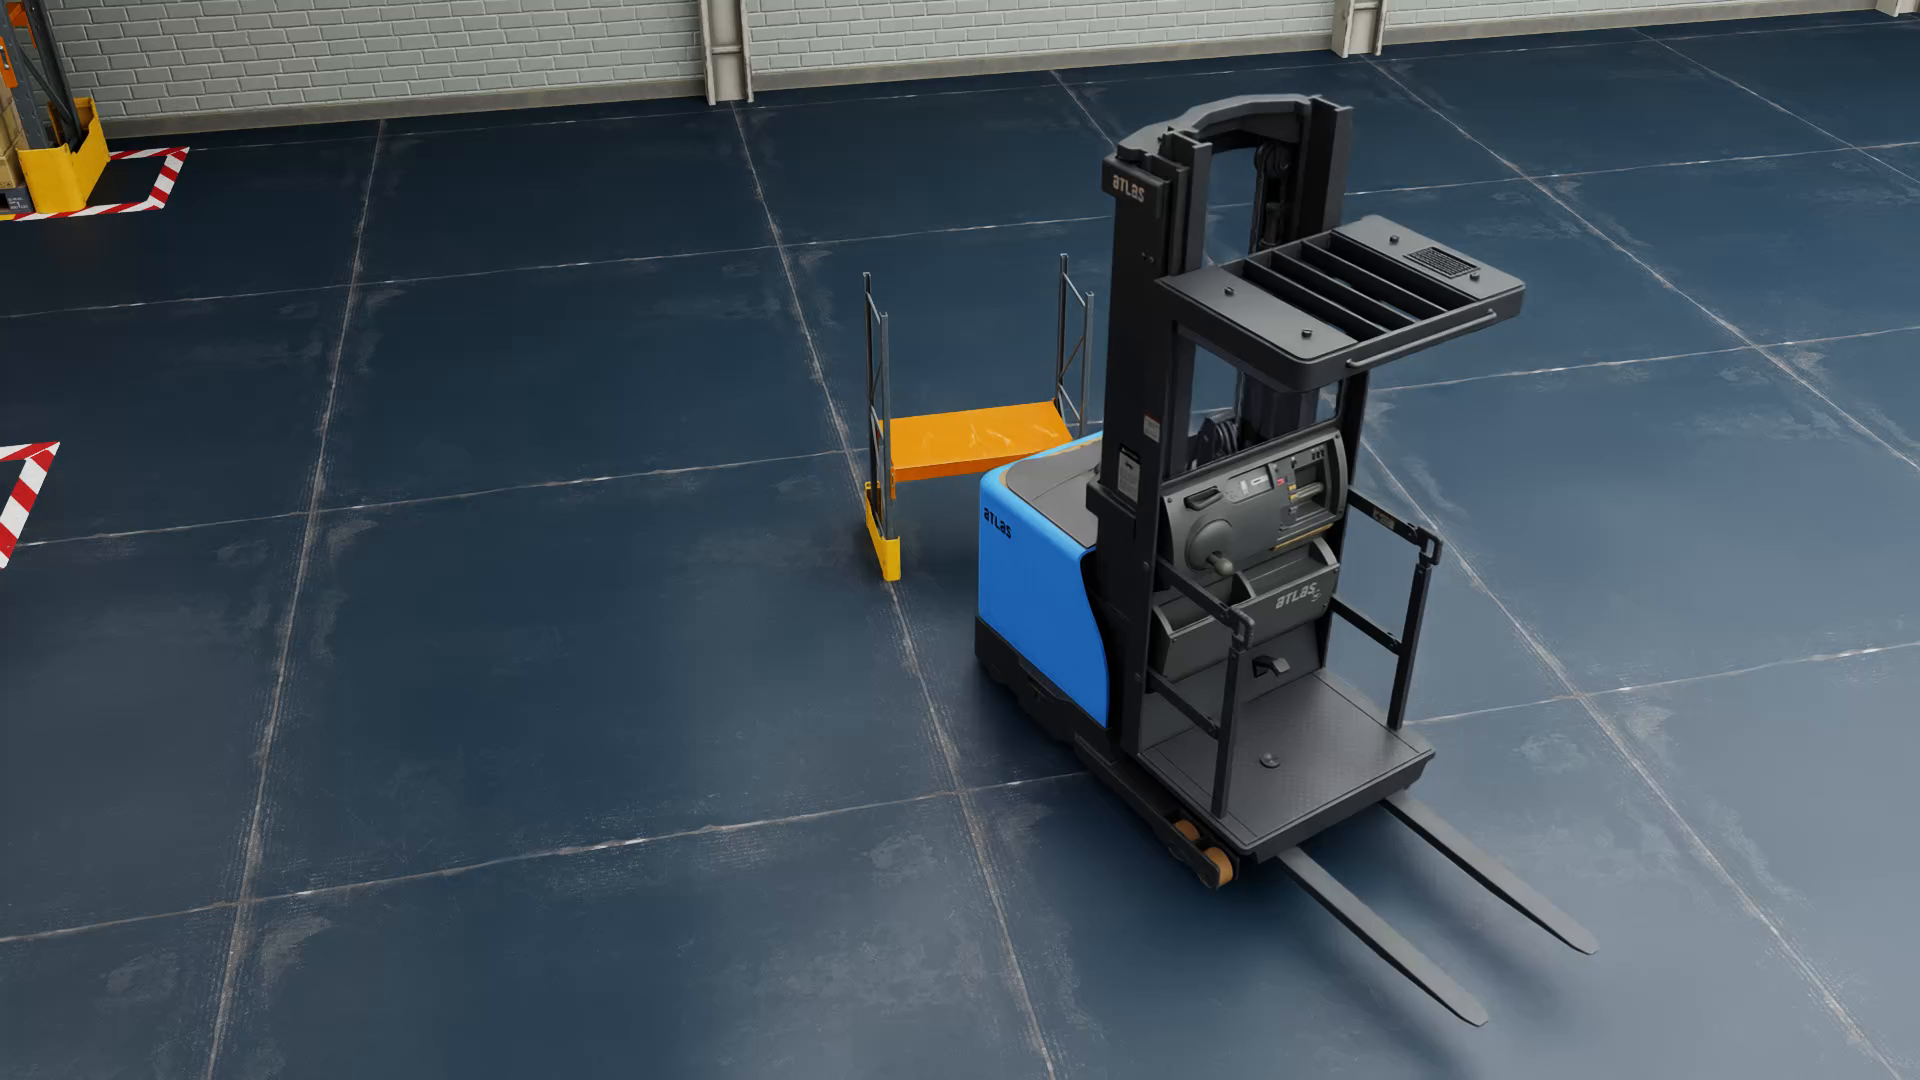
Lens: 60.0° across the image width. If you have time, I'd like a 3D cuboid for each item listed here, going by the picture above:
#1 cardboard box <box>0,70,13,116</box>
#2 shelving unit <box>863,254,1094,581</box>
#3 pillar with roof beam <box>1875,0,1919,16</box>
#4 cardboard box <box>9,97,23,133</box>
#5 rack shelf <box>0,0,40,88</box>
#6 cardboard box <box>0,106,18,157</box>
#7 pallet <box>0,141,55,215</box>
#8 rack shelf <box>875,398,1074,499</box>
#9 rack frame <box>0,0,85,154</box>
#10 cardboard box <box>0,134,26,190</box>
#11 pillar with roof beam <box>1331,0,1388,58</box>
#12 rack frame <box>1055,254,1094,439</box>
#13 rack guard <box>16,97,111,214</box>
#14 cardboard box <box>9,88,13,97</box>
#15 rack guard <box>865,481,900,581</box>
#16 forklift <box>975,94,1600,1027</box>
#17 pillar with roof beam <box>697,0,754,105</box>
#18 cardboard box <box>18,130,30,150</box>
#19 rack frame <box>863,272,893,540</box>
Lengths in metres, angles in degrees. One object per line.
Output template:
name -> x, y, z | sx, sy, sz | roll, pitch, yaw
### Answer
cardboard box -> -7.414, -3.280, 12.362 | 0.500, 0.250, 0.500 | -6, 34, -9
shelving unit -> 0.074, -0.632, 8.569 | 1.083, 1.500, 0.587 | -7, 35, -11
pillar with roof beam -> 10.594, -6.826, 11.069 | 0.400, 9.000, 9.100 | -7, 35, -11
cardboard box -> -7.538, -3.353, 12.920 | 0.500, 0.250, 0.500 | -7, 34, -10
rack shelf -> -8.985, -3.513, 12.162 | 4.000, 0.370, 1.077 | -7, 35, -11
cardboard box -> -7.440, -3.068, 12.496 | 0.500, 0.250, 0.500 | -8, 35, -11
pallet -> -7.771, -2.783, 12.931 | 1.213, 0.211, 1.003 | -7, 35, -11
rack shelf -> 0.083, -0.484, 8.671 | 1.000, 0.185, 0.538 | -7, 35, -11
rack frame -> -7.034, -4.058, 12.328 | 0.127, 3.000, 1.000 | -7, 35, -11
cardboard box -> -7.423, -2.861, 12.635 | 0.500, 0.250, 0.500 | -7, 34, -10
pillar with roof beam -> 4.742, -6.089, 9.970 | 0.400, 9.000, 9.100 | -7, 35, -11
rack frame -> 0.579, -0.696, 8.664 | 0.032, 1.500, 0.500 | -7, 35, -11
rack guard -> -7.011, -3.023, 13.029 | 0.348, 0.500, 1.175 | -7, 35, -11
cardboard box -> -7.544, -3.549, 12.764 | 0.500, 0.250, 0.500 | -8, 35, -11
rack guard -> -0.411, -0.052, 8.826 | 0.087, 0.250, 0.587 | -7, 35, -11
forklift -> 1.304, -0.091, 6.478 | 1.130, 2.935, 3.031 | -20, 39, -27
pillar with roof beam -> -1.110, -5.351, 8.871 | 0.400, 9.000, 9.100 | -7, 35, -11
cardboard box -> -7.556, -3.136, 13.046 | 0.500, 0.250, 0.500 | -7, 35, -10
rack frame -> -0.413, -0.571, 8.478 | 0.032, 1.500, 0.500 | -7, 35, -11
